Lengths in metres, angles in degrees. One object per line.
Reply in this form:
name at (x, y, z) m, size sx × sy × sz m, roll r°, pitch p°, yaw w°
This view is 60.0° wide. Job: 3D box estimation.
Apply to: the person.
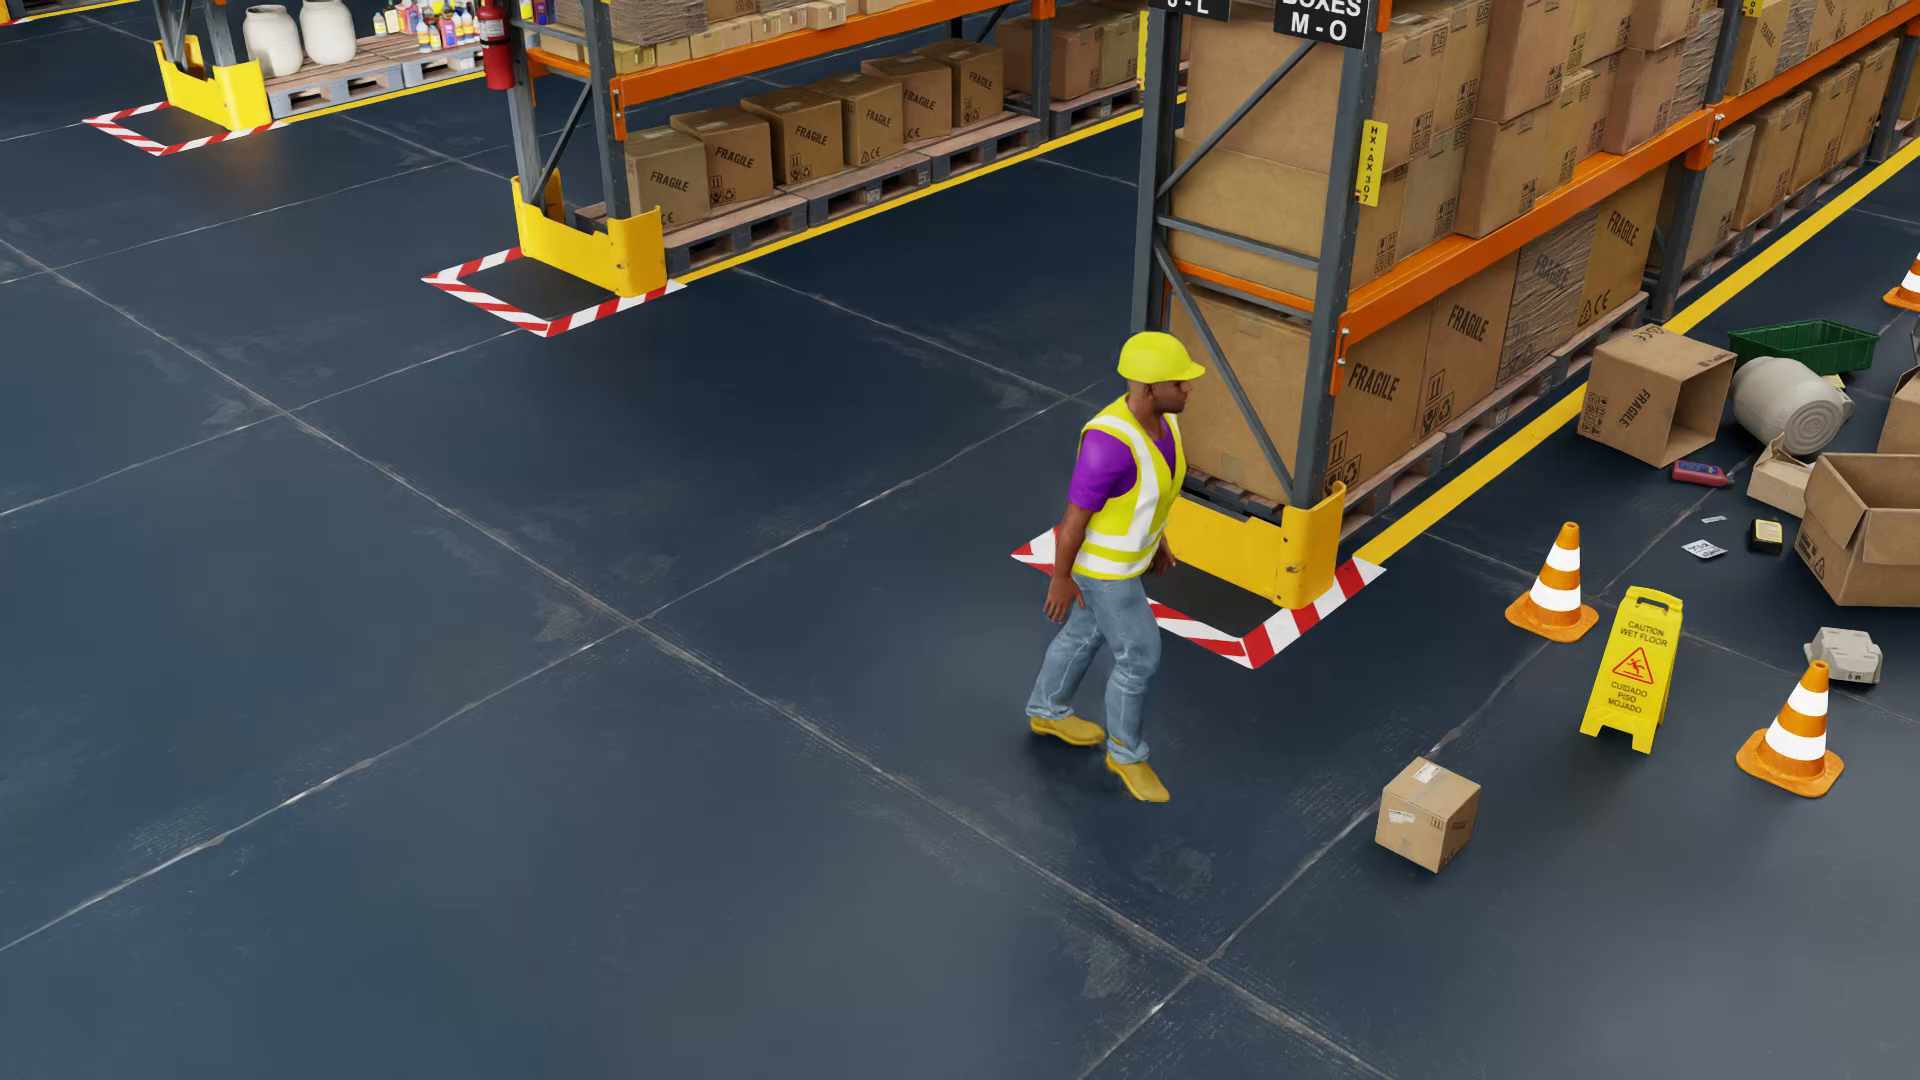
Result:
person at (0.558, 0.074, 6.015) m, size 0.641 × 1.795 × 0.606 m, roll 11°, pitch 33°, yaw 18°
